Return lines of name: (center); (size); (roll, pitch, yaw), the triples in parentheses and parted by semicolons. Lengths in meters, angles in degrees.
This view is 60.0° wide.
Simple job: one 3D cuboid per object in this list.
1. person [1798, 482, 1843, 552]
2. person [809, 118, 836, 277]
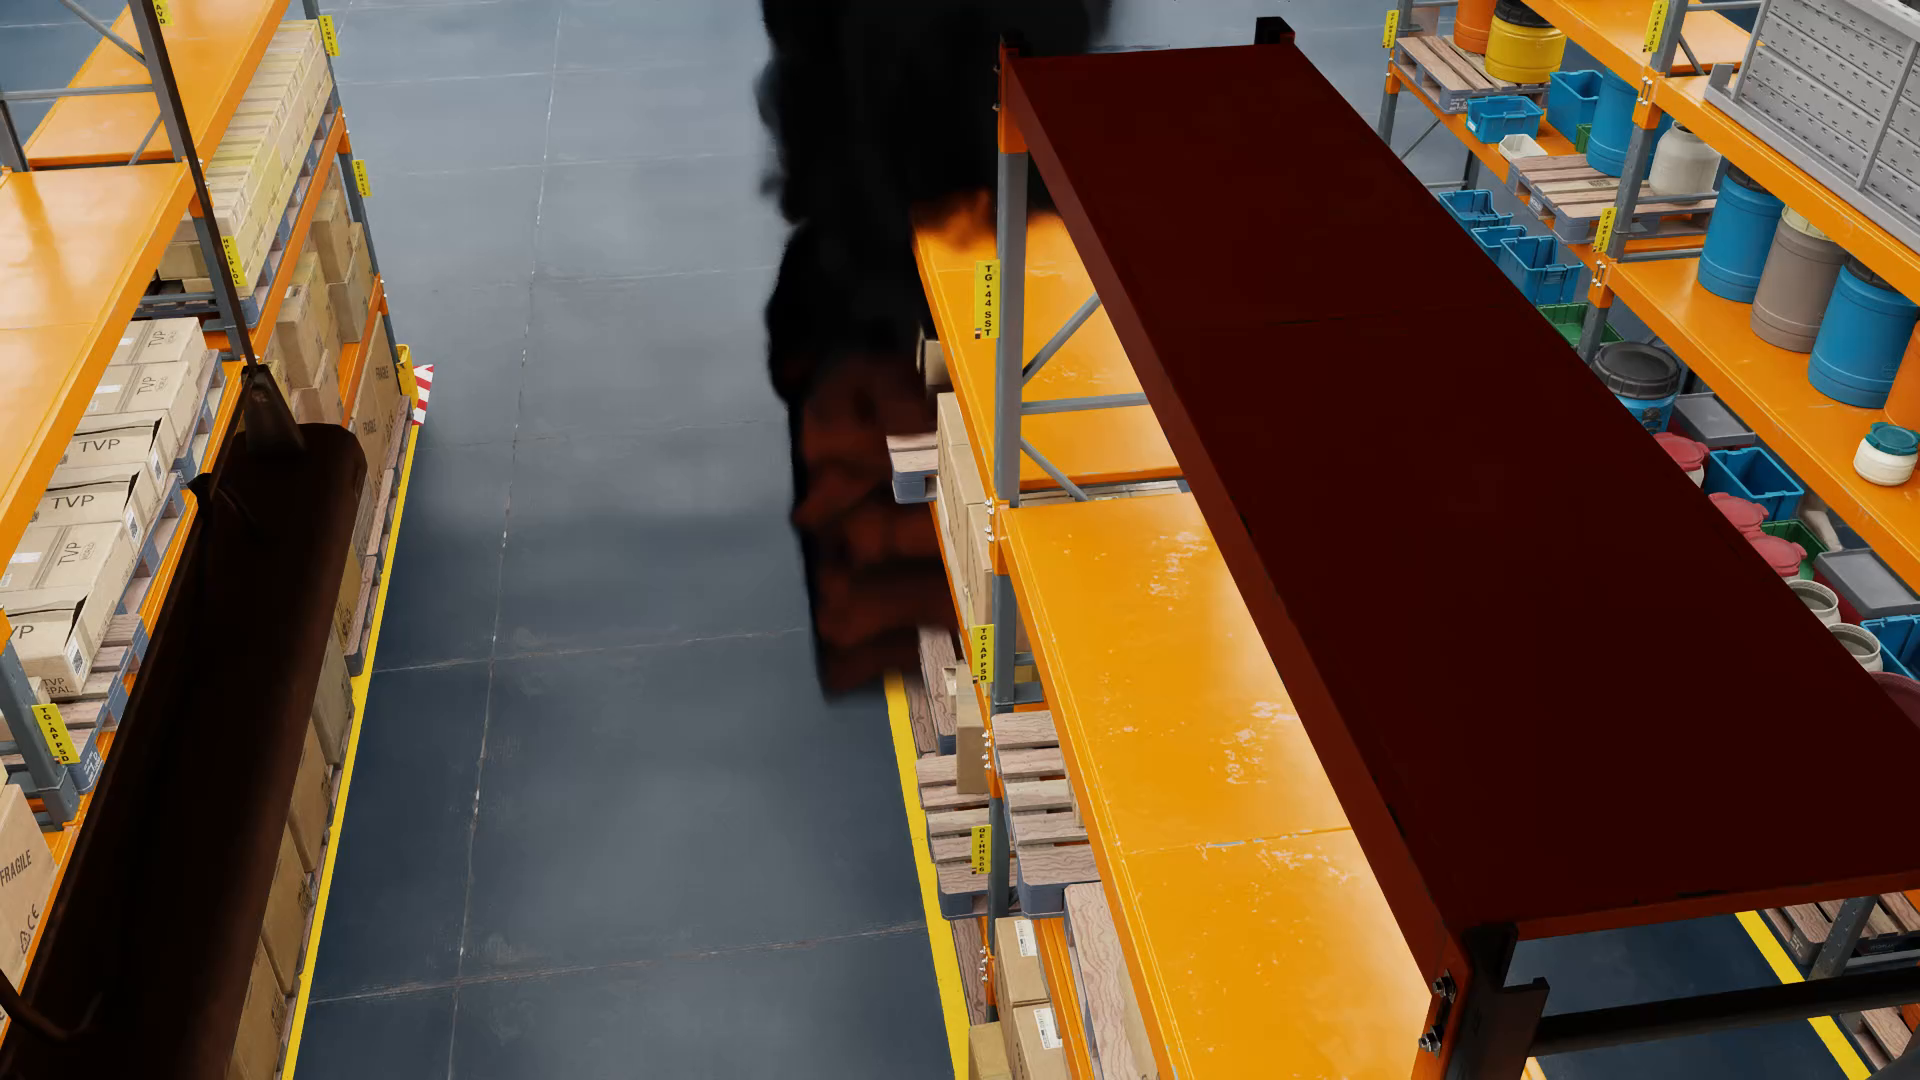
person: (6.742, -0.547, 12.740); (0.673, 1.699, 0.923); (-7, 37, -9)
person: (-1.180, -3.407, 16.639); (0.579, 1.749, 0.680); (19, 40, 24)
